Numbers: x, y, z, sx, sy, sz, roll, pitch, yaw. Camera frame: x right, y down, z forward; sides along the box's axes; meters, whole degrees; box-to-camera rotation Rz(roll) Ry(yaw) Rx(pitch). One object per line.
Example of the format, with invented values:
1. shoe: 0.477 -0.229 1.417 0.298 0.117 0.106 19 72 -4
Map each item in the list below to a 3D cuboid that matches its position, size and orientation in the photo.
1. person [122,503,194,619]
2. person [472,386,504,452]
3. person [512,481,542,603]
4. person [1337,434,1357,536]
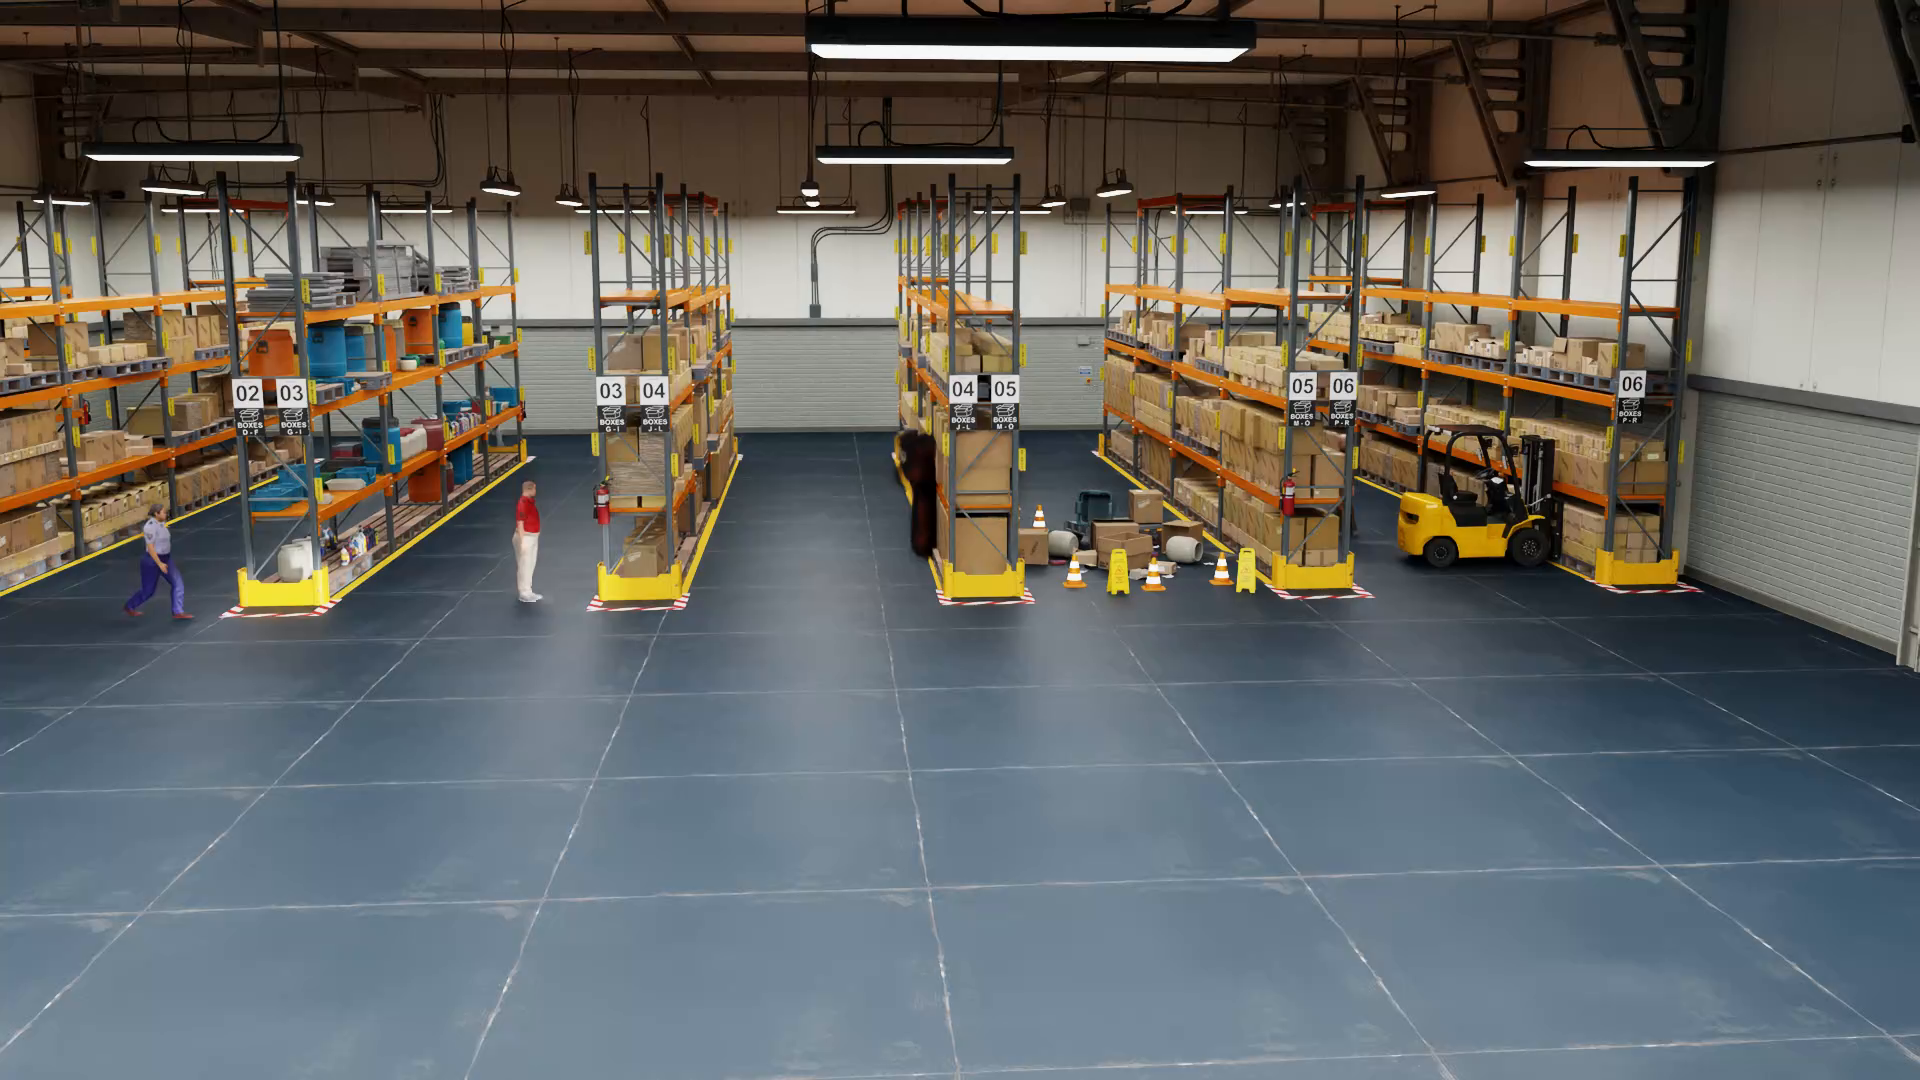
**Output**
1. person: -10.874 0.299 22.409 0.908 1.577 0.454 2 10 9
2. person: -11.476 -2.940 40.522 0.567 1.618 0.995 3 10 16
3. person: -6.153 0.022 23.619 0.391 1.733 0.568 1 10 6
4. person: 6.730 -0.970 29.099 0.499 1.783 0.599 4 11 21
